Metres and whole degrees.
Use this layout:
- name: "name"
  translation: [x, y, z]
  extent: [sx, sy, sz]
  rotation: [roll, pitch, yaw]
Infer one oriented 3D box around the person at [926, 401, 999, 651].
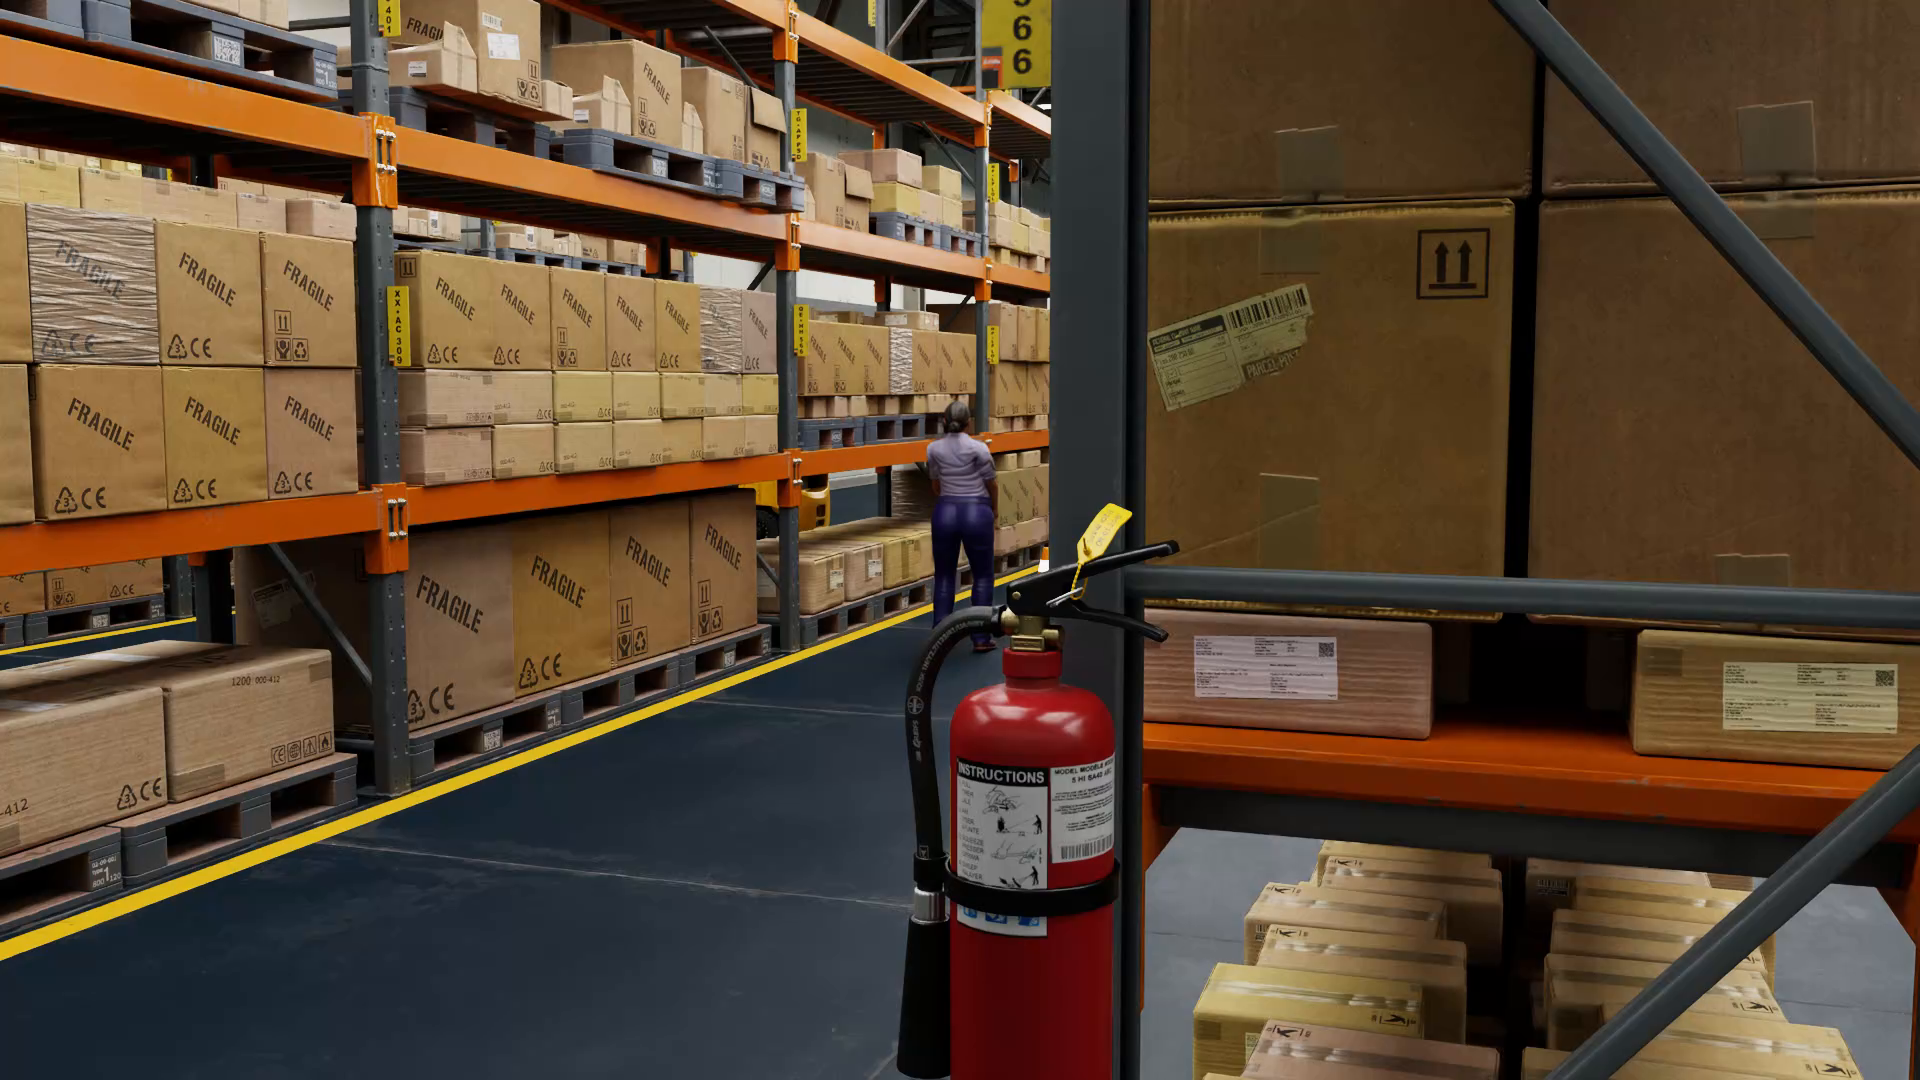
- name: "person"
  translation: [0.038, -0.093, 10.893]
  extent: [0.453, 1.636, 0.524]
  rotation: [2, 6, 18]
